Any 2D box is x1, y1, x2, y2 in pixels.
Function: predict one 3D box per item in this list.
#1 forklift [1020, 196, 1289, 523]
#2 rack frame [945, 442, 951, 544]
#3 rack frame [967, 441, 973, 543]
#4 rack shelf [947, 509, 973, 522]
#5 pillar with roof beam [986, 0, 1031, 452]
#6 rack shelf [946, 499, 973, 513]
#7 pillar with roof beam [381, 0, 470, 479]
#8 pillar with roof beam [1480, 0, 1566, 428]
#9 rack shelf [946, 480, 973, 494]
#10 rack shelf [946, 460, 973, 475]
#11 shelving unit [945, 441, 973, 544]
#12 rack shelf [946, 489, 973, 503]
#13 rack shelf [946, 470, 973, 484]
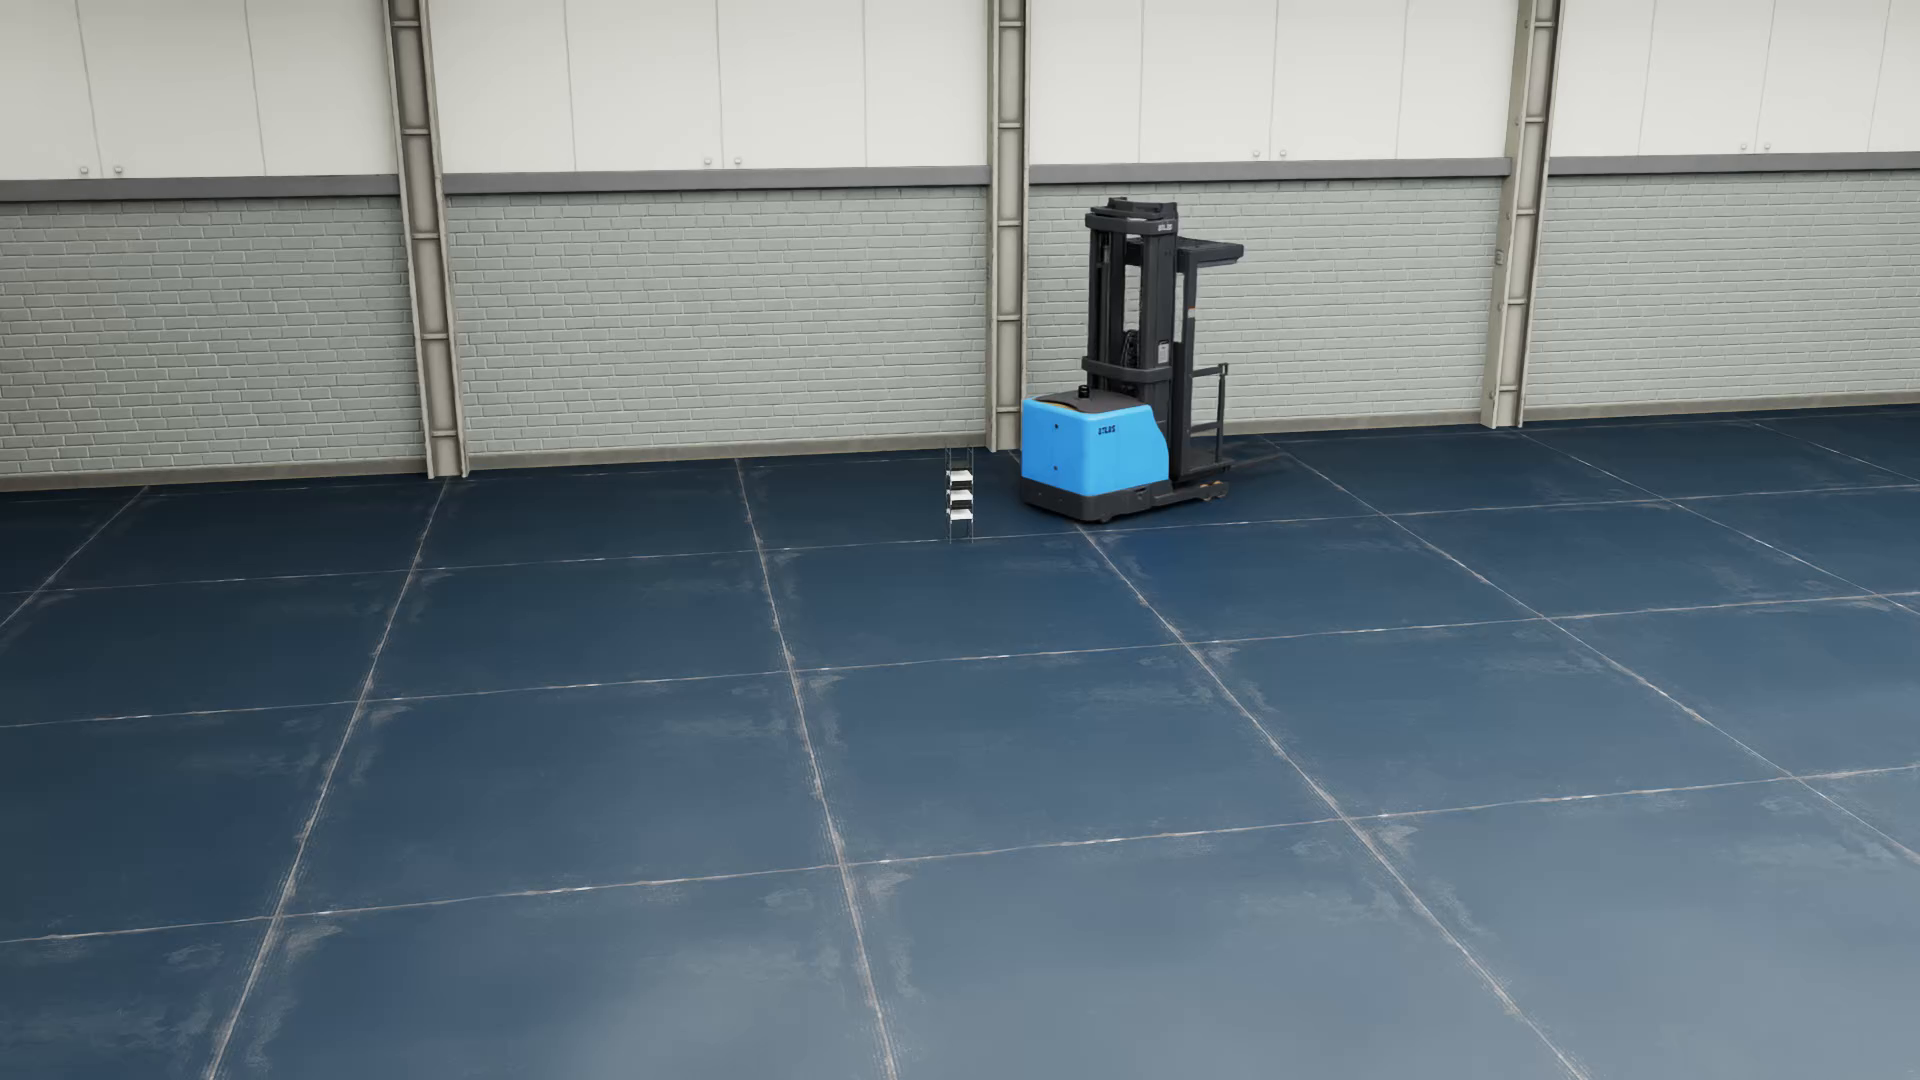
[{"bbox_3d":[2.058,-1.894,16.424,3.031,2.935,1.130,-13,21,-36],"label":"forklift"},{"bbox_3d":[-0.108,-0.424,15.098,0.006,0.900,0.240,-3,17,-10],"label":"rack frame"},{"bbox_3d":[0.092,-0.435,15.135,0.006,0.900,0.240,-3,17,-10],"label":"rack frame"},{"bbox_3d":[-0.008,-0.226,15.179,0.200,0.077,0.258,-3,17,-10],"label":"rack shelf"},{"bbox_3d":[1.327,-4.090,13.241,0.400,9.000,9.100,-3,17,-10],"label":"pillar with roof beam"},{"bbox_3d":[-0.008,-0.312,15.153,0.200,0.077,0.258,-3,17,-10],"label":"rack shelf"},{"bbox_3d":[-4.564,-3.756,12.153,0.400,9.000,9.100,-3,17,-10],"label":"pillar with roof beam"},{"bbox_3d":[7.218,-4.425,14.329,0.400,9.000,9.100,-3,17,-10],"label":"pillar with roof beam"},{"bbox_3d":[-0.008,-0.484,15.100,0.200,0.077,0.258,-3,17,-10],"label":"rack shelf"},{"bbox_3d":[-0.008,-0.656,15.047,0.200,0.077,0.258,-3,17,-10],"label":"rack shelf"},{"bbox_3d":[-0.008,-0.430,15.116,0.210,0.900,0.258,-3,17,-10],"label":"shelving unit"},{"bbox_3d":[-0.008,-0.398,15.126,0.200,0.077,0.258,-3,17,-10],"label":"rack shelf"},{"bbox_3d":[-0.008,-0.570,15.073,0.200,0.077,0.258,-3,17,-10],"label":"rack shelf"}]
